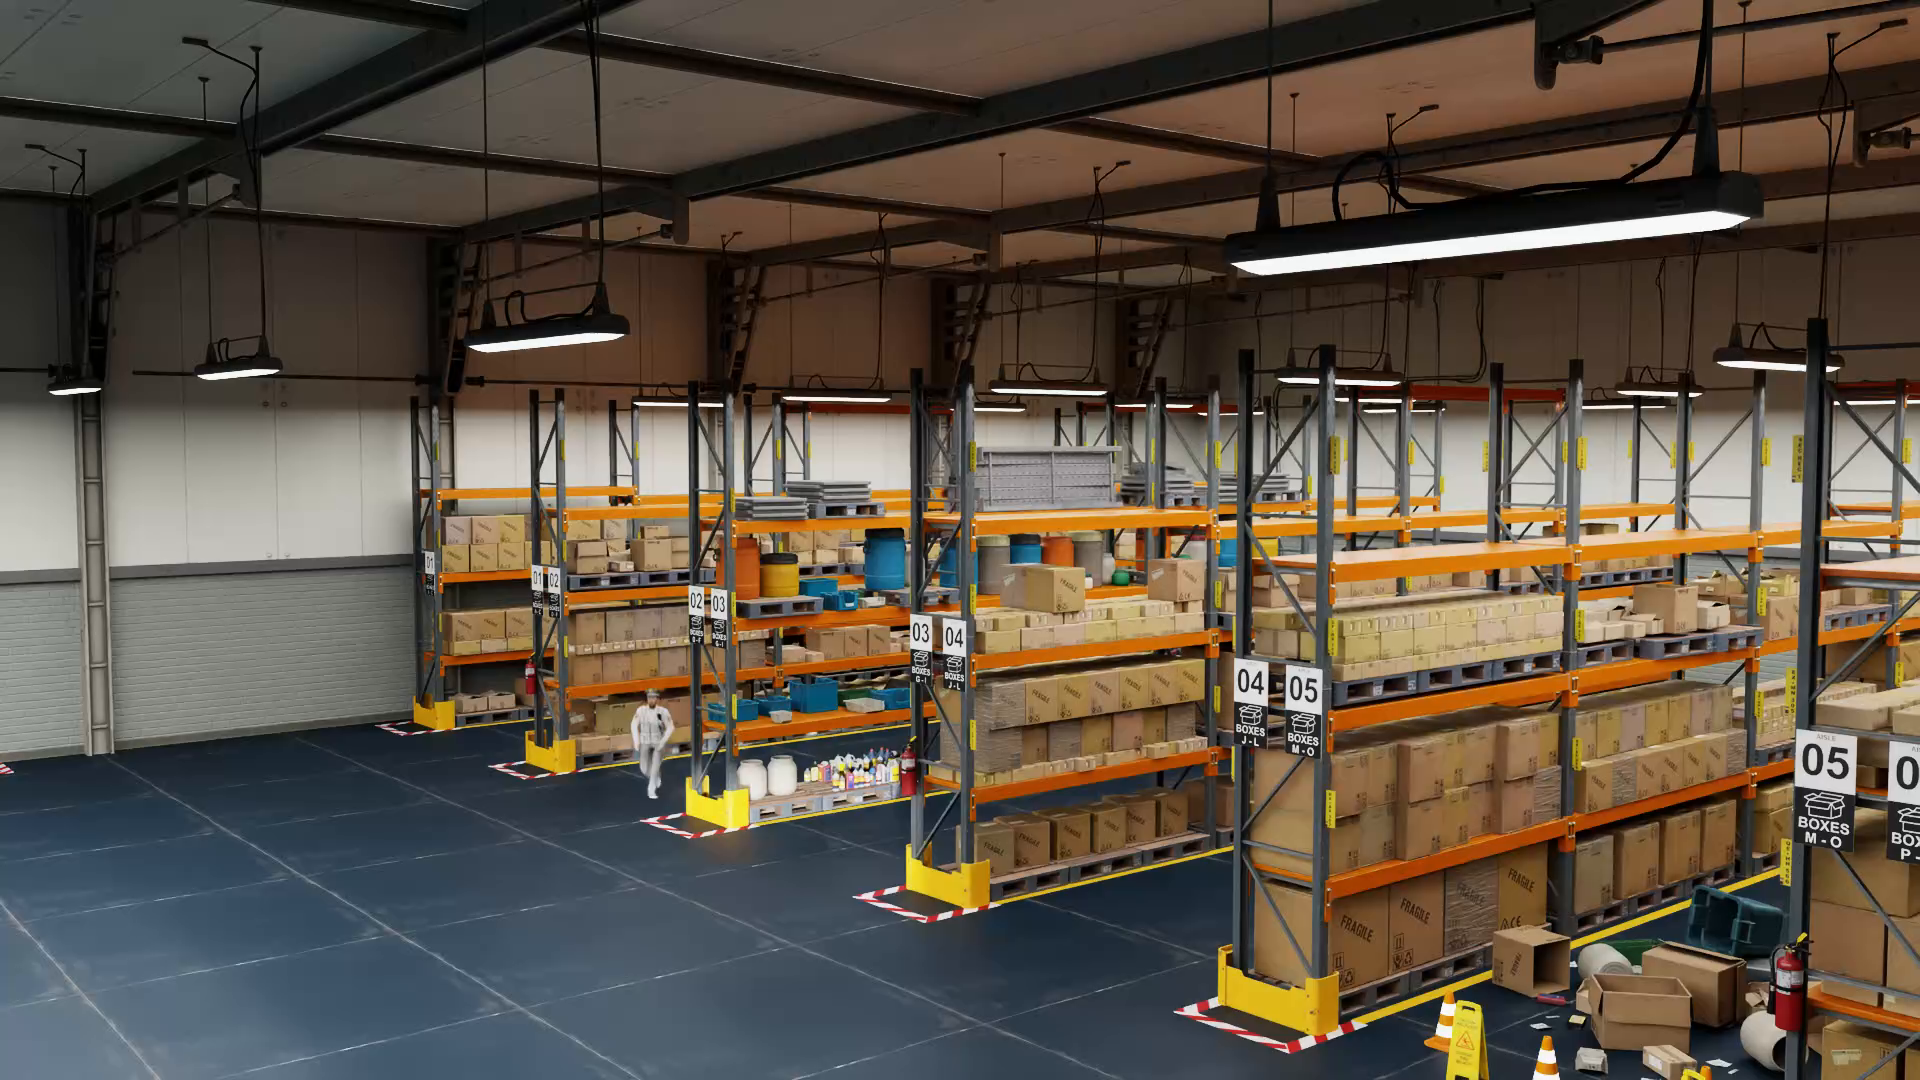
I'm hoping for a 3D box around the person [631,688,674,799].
[{"bbox_3d":[-4.457,2.933,24.144,0.626,1.624,0.519,0,3,2],"label":"person"}]
